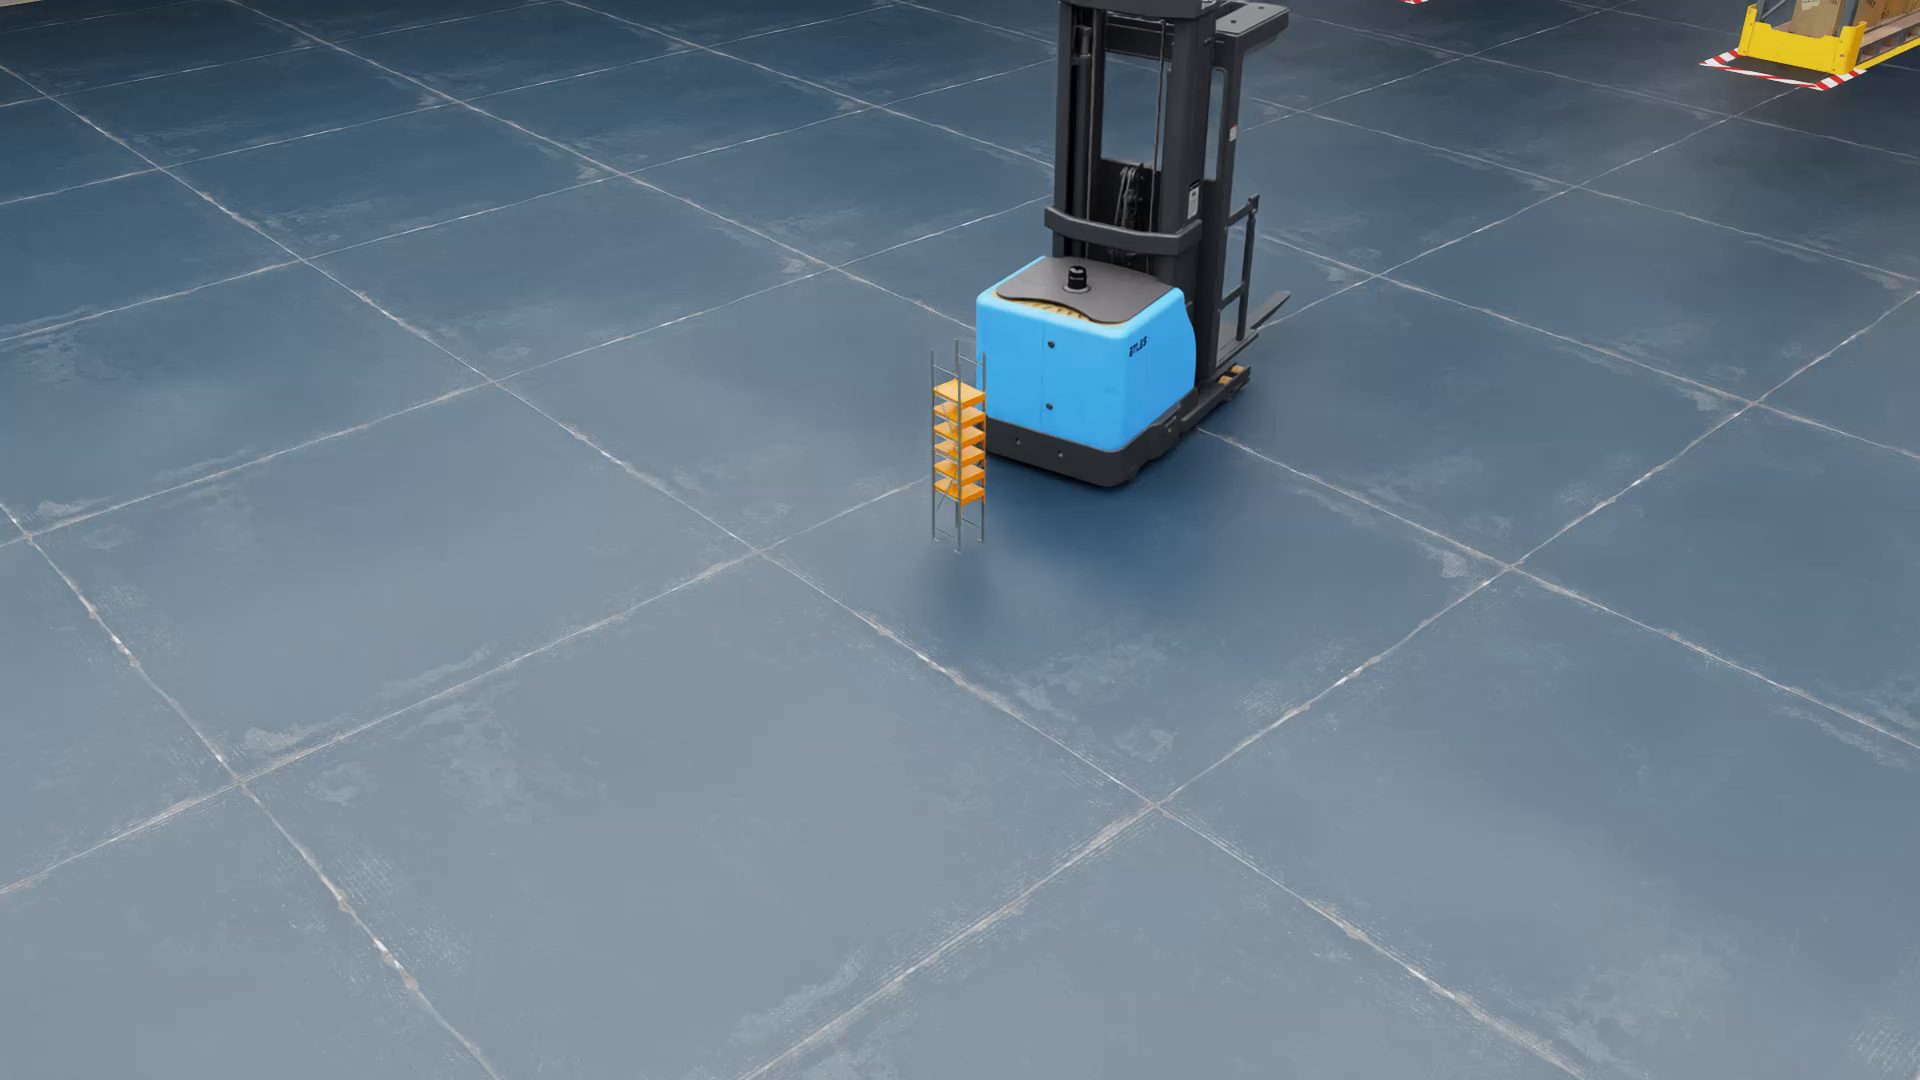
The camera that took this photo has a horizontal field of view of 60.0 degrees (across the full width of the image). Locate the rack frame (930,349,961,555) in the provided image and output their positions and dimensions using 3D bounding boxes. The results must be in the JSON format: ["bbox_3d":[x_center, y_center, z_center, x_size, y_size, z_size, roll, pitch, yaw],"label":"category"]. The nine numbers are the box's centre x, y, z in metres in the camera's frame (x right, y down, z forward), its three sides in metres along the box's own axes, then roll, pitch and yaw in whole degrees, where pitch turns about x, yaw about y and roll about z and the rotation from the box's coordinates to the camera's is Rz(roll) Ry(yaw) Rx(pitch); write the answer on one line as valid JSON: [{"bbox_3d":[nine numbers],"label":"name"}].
[{"bbox_3d":[-0.078,-0.474,9.210,0.006,1.200,0.240,-26,40,-35],"label":"rack frame"}]

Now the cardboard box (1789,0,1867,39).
[{"bbox_3d":[9.497,-5.789,18.170,0.500,0.500,0.500,-18,36,-27],"label":"cardboard box"}]

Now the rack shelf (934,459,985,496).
[{"bbox_3d":[-0.011,-0.366,9.349,0.180,0.103,0.258,-26,40,-35],"label":"rack shelf"}]

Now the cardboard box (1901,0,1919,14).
[{"bbox_3d":[10.823,-6.410,19.185,0.500,0.500,0.500,25,39,35],"label":"cardboard box"}]

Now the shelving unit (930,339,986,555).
[{"bbox_3d":[-0.011,-0.507,9.263,0.189,1.200,0.258,-26,40,-35],"label":"shelving unit"}]

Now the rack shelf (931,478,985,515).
[{"bbox_3d":[-0.011,-0.264,9.411,0.180,0.103,0.258,-26,40,-35],"label":"rack shelf"}]

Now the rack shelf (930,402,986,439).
[{"bbox_3d":[-0.011,-0.674,9.161,0.180,0.103,0.258,-26,40,-35],"label":"rack shelf"}]

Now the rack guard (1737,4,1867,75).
[{"bbox_3d":[9.083,-5.422,17.972,0.348,0.500,1.175,-26,40,-35],"label":"rack guard"}]

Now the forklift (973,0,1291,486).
[{"bbox_3d":[1.307,-2.299,10.534,1.130,2.935,3.031,19,36,28],"label":"forklift"}]

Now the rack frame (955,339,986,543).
[{"bbox_3d":[0.056,-0.539,9.316,0.006,1.200,0.240,-26,40,-35],"label":"rack frame"}]

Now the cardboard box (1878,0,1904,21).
[{"bbox_3d":[10.384,-6.229,18.890,0.500,0.500,0.500,-22,38,-31],"label":"cardboard box"}]

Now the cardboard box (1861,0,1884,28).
[{"bbox_3d":[9.912,-6.014,18.538,0.500,0.500,0.500,-15,35,-23],"label":"cardboard box"}]

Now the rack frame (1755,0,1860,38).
[{"bbox_3d":[9.028,-6.461,17.276,0.127,3.000,1.000,-26,40,-35],"label":"rack frame"}]

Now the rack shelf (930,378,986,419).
[{"bbox_3d":[-0.011,-0.776,9.098,0.180,0.103,0.258,-26,40,-35],"label":"rack shelf"}]

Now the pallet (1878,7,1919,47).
[{"bbox_3d":[10.597,-6.004,19.201,1.213,0.211,1.003,-26,40,-35],"label":"pallet"}]

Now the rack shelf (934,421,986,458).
[{"bbox_3d":[-0.011,-0.571,9.224,0.180,0.103,0.258,-26,40,-35],"label":"rack shelf"}]

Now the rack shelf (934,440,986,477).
[{"bbox_3d":[-0.011,-0.469,9.286,0.180,0.103,0.258,-26,40,-35],"label":"rack shelf"}]

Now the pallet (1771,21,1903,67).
[{"bbox_3d":[9.703,-5.573,18.497,1.213,0.211,1.003,-26,40,-35],"label":"pallet"}]
